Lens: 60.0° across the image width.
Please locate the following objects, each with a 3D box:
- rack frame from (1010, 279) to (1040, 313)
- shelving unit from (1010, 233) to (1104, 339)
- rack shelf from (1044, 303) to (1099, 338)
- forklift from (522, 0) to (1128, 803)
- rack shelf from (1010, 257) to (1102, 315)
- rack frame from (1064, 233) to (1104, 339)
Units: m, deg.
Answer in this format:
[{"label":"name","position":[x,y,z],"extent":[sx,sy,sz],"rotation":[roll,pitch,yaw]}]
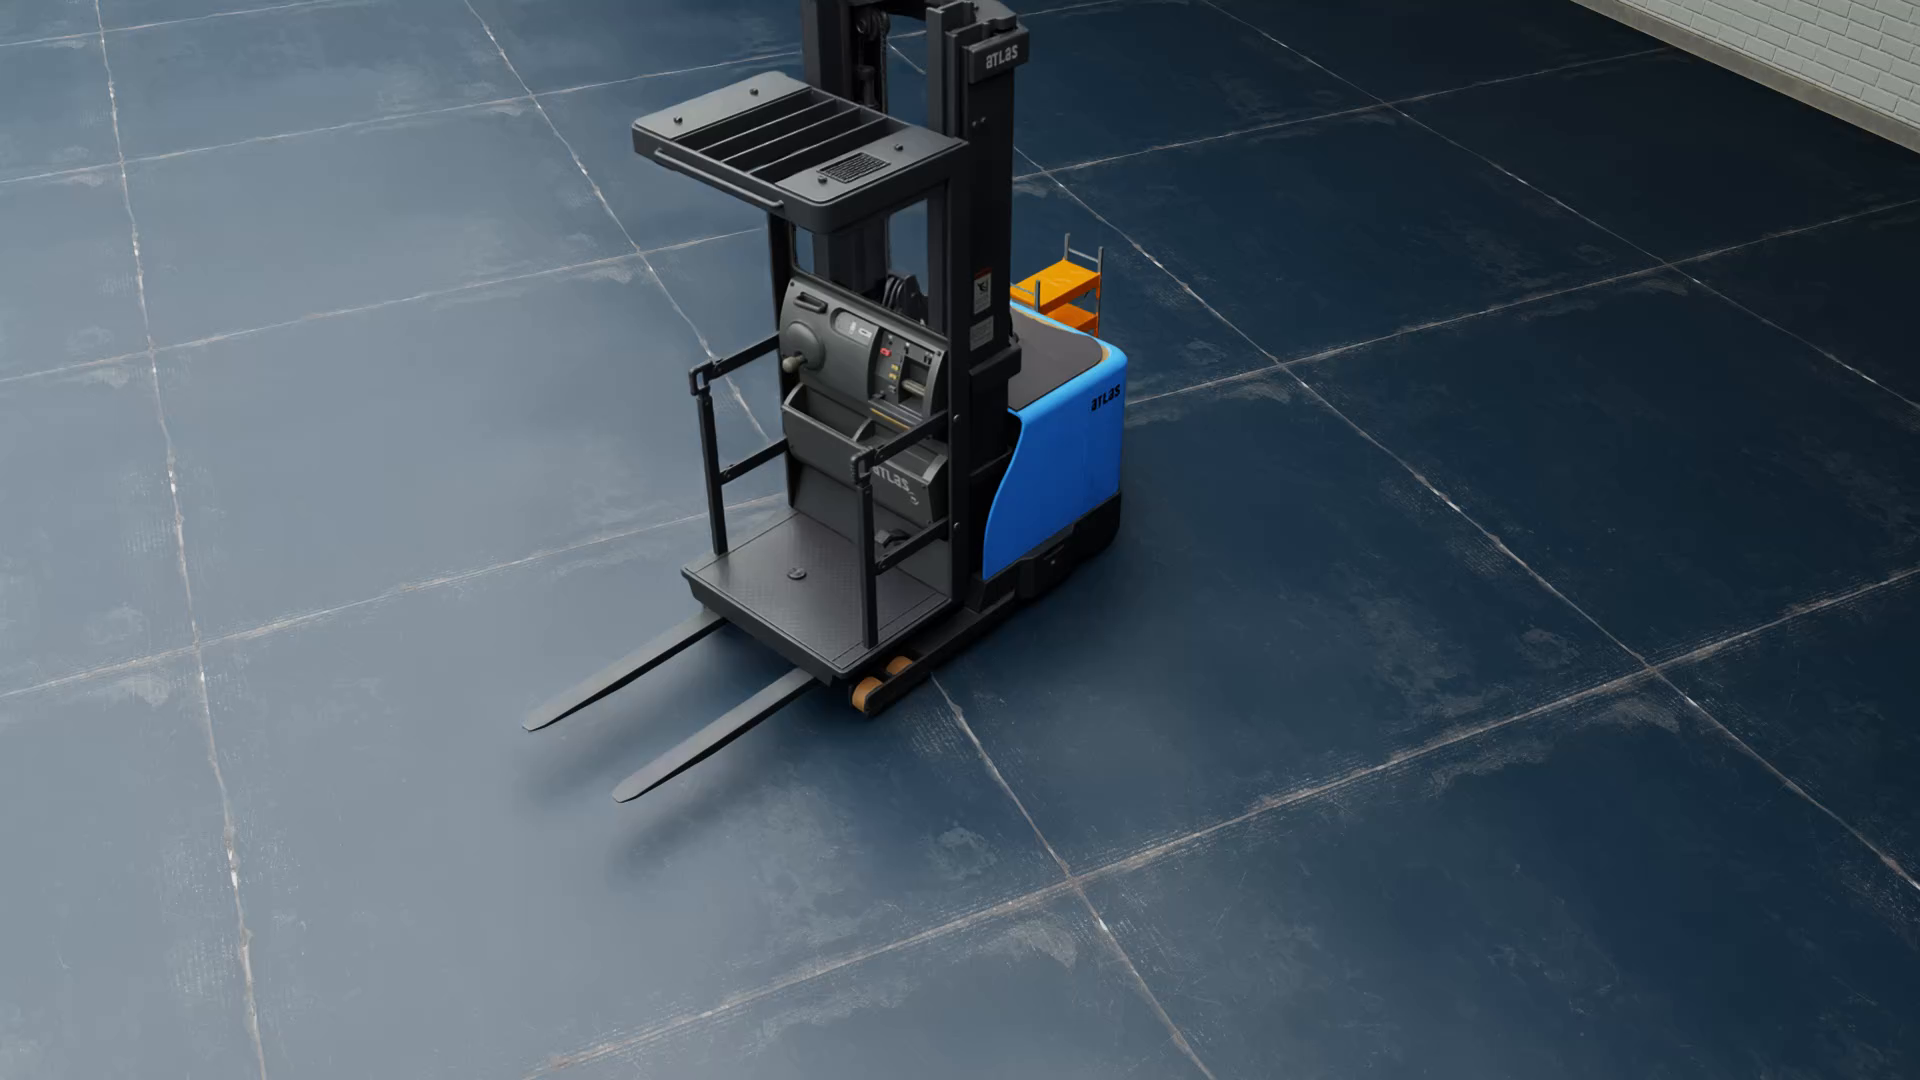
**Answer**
[{"label":"rack frame","position":[0.298,-0.823,8.496],"extent":[0.240,1.200,0.015],"rotation":[29,45,33]},{"label":"shelving unit","position":[0.464,-0.930,8.639],"extent":[0.258,1.200,0.503],"rotation":[29,45,33]},{"label":"rack shelf","position":[0.464,-1.055,8.546],"extent":[0.258,0.148,0.480],"rotation":[29,45,33]},{"label":"forklift","position":[-0.568,-0.749,6.943],"extent":[1.130,2.935,3.031],"rotation":[29,45,33]},{"label":"rack shelf","position":[0.464,-1.245,8.405],"extent":[0.258,0.148,0.480],"rotation":[29,45,33]},{"label":"rack frame","position":[0.630,-1.036,8.783],"extent":[0.240,1.200,0.015],"rotation":[29,45,33]}]
